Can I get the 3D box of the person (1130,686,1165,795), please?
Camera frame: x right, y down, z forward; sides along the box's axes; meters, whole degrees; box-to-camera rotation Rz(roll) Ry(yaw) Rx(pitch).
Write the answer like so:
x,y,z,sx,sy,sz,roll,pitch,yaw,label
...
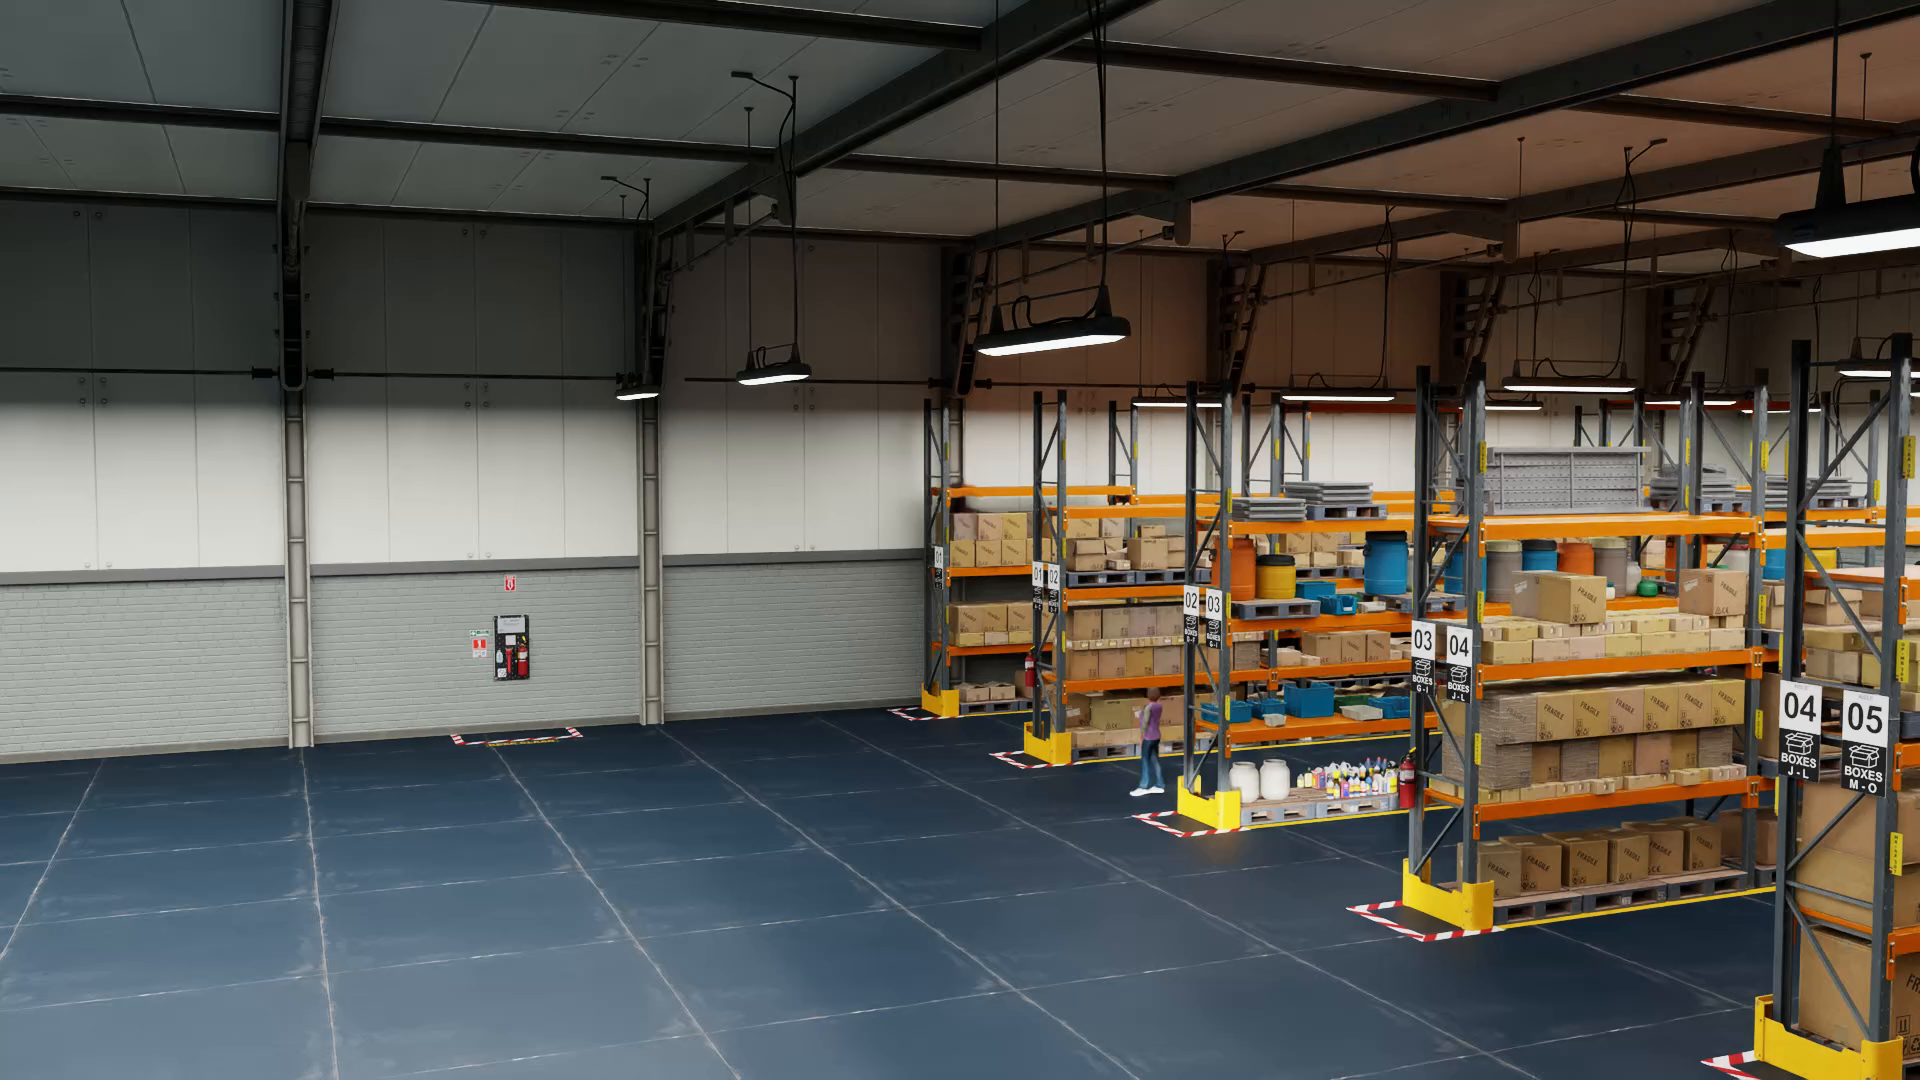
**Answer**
x,y,z,sx,sy,sz,roll,pitch,yaw,label
2.762,2.944,24.389,0.493,1.607,0.425,1,4,22,person
